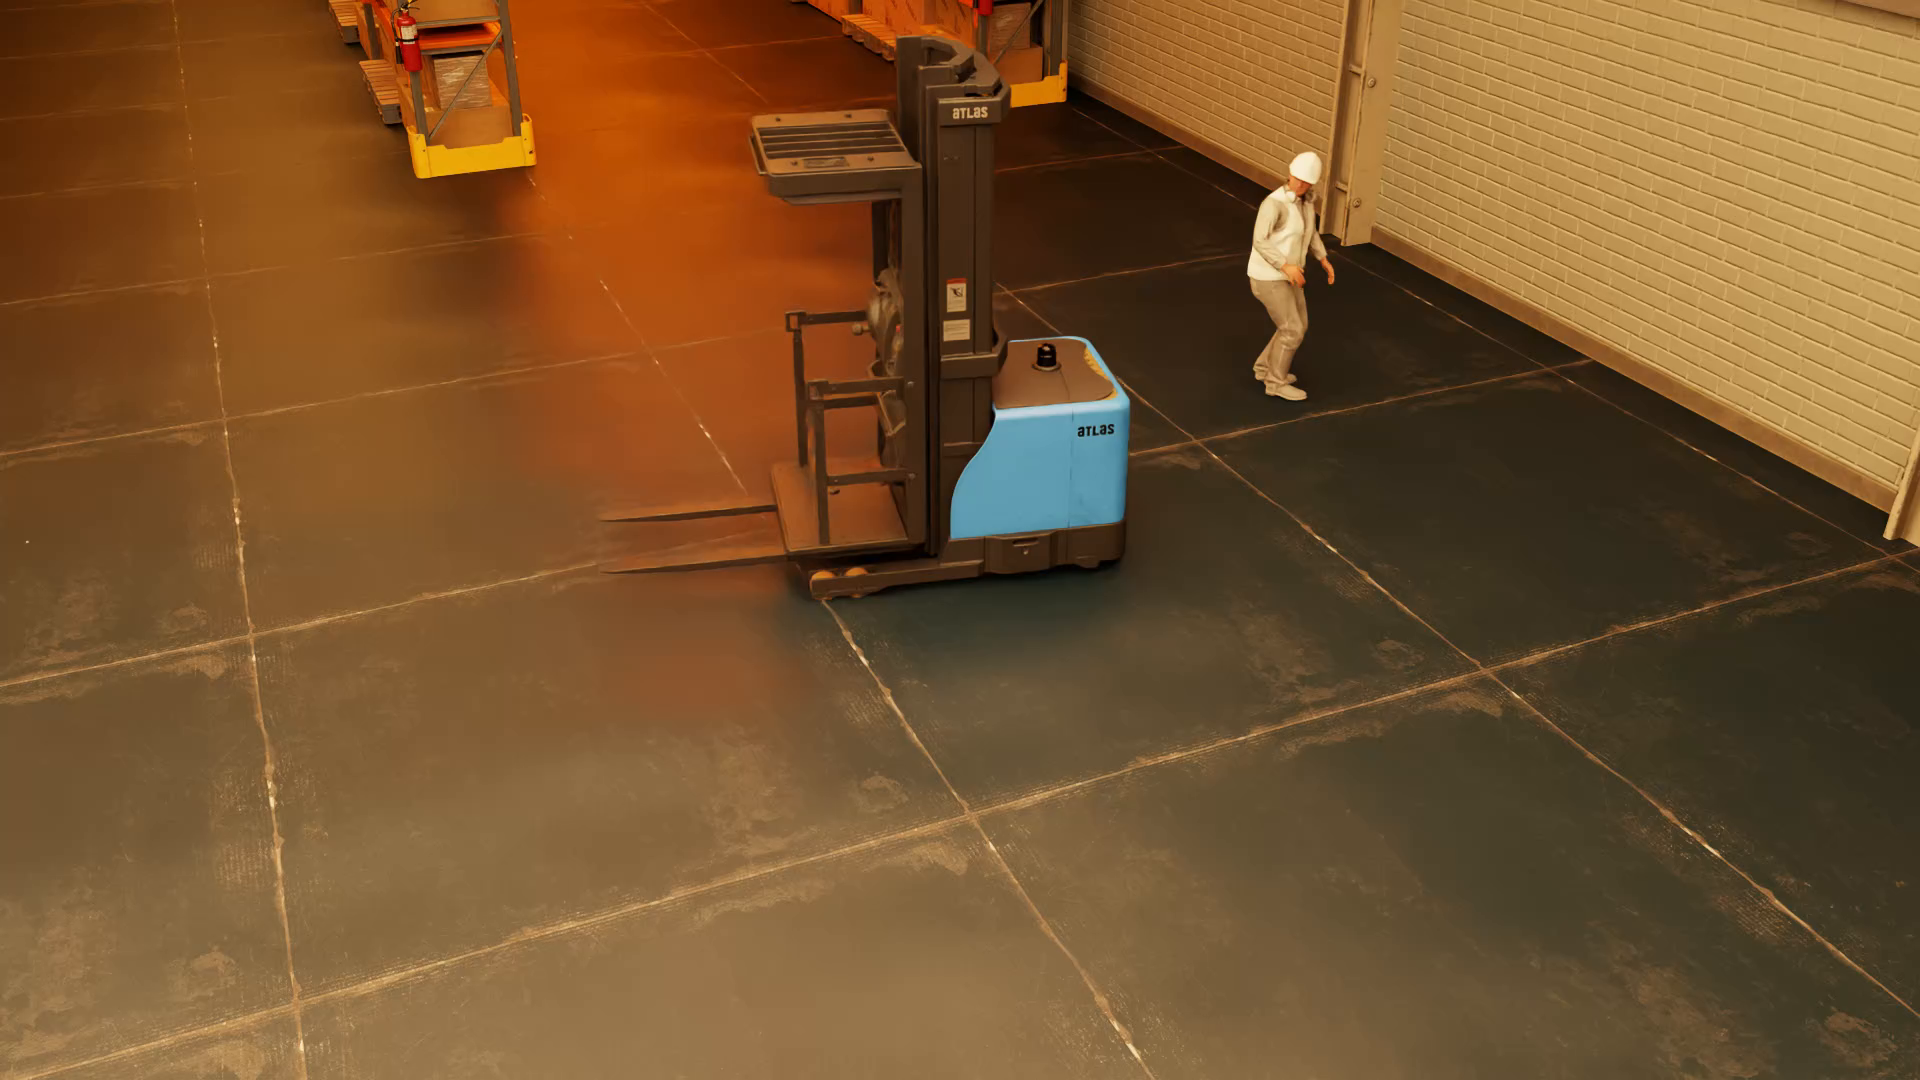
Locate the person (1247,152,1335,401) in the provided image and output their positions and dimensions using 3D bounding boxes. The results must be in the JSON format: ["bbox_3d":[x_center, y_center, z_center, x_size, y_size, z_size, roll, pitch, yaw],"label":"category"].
[{"bbox_3d":[2.308,-1.854,11.600,0.522,1.727,0.745,17,34,28],"label":"person"}]

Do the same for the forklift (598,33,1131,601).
[{"bbox_3d":[-0.598,-1.211,9.238,3.031,2.935,1.130,-6,30,-10],"label":"forklift"}]
